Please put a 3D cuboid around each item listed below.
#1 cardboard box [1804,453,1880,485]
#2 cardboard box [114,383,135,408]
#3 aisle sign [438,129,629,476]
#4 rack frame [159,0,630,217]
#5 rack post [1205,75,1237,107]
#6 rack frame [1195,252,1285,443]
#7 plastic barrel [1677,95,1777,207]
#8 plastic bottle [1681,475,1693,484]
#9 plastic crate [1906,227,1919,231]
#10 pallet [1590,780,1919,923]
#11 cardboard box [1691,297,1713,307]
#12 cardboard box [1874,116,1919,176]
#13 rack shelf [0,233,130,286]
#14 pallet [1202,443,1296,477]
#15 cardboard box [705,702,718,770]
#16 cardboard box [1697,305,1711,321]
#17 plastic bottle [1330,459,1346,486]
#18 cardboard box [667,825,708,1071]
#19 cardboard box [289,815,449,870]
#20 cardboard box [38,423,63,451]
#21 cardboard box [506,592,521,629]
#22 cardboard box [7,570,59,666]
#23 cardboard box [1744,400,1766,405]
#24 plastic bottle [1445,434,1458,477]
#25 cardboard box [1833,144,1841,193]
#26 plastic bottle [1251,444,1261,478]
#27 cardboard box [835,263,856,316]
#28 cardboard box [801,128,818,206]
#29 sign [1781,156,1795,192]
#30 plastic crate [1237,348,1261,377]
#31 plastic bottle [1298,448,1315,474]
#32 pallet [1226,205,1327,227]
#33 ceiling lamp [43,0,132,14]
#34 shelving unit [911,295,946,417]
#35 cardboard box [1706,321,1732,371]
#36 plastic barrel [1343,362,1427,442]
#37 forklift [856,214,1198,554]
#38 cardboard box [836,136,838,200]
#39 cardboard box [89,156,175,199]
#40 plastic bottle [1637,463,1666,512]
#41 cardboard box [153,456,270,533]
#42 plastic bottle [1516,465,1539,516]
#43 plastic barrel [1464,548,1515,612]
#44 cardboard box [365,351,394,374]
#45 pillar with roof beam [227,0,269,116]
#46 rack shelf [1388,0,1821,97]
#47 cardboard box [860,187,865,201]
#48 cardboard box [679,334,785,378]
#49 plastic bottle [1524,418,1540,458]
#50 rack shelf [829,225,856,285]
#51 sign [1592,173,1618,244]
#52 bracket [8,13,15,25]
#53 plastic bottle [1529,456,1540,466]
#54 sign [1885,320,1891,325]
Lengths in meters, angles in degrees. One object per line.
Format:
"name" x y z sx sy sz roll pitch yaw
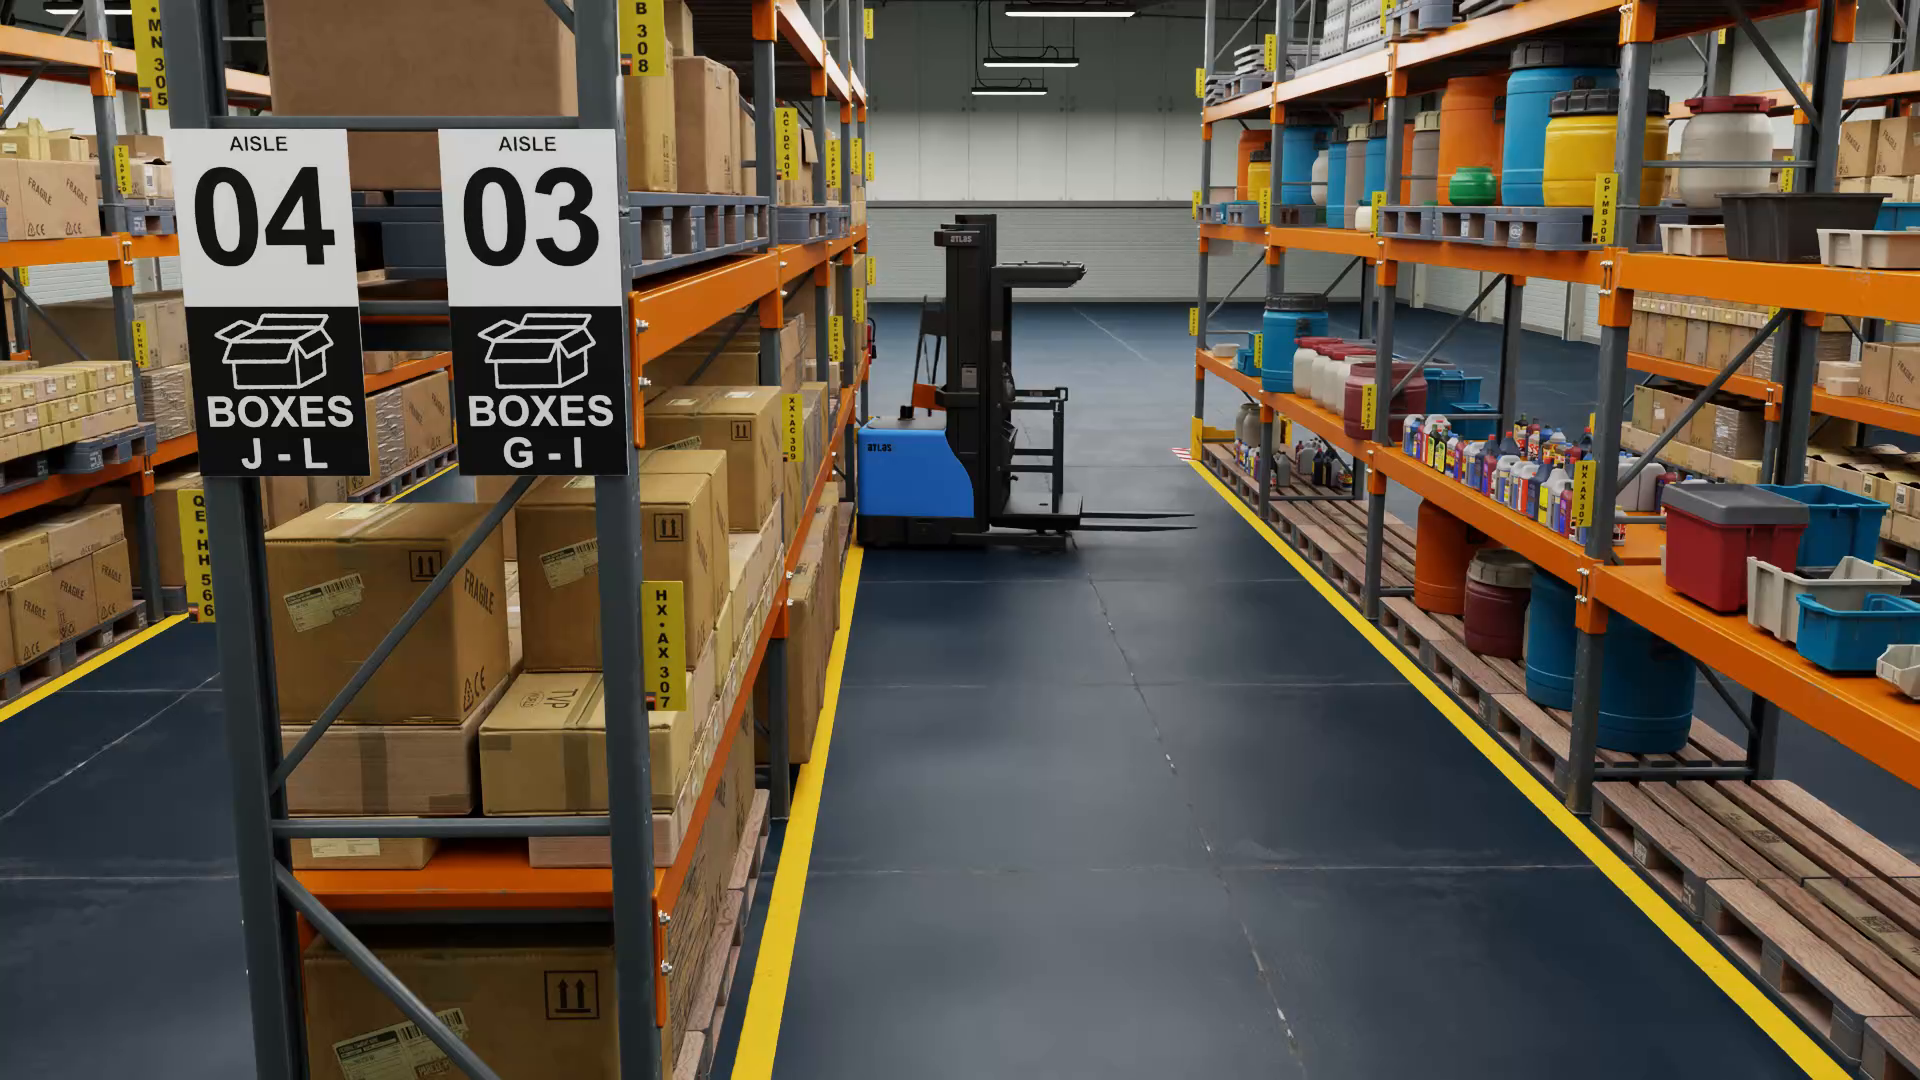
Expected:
"cardboard box" 8.146 -0.652 15.368 0.500 0.311 0.500 0 11 -2
"cardboard box" -5.936 -0.998 11.454 0.380 0.149 0.250 0 11 0
"aisle sign" -0.974 -0.537 3.815 0.394 0.787 0.004 0 11 -1
"rack frame" -1.275 -2.216 3.541 1.000 3.000 0.127 0 11 -1
"rack post" 3.235 -5.021 18.625 0.937 0.300 0.954 1 12 5
"rack frame" 3.346 -2.477 19.915 1.000 3.000 0.127 0 11 -1
"plastic barrel" 3.834 -1.940 8.325 0.433 0.535 0.433 0 11 0
"plastic bottle" 3.983 -0.218 9.104 0.097 0.271 0.097 0 11 0
"plastic crate" 4.001 -1.181 6.647 0.293 0.136 0.466 0 11 -1
"pallet" 3.648 1.421 7.715 1.003 0.211 1.213 0 11 -1
"cardboard box" 8.334 -2.774 17.864 0.700 0.500 0.500 0 11 -1
"cardboard box" 8.389 -3.436 14.530 0.500 0.500 0.500 1 12 4
"rack shelf" -6.360 -1.586 9.789 1.077 0.370 4.000 0 11 -1
"pallet" 3.406 -0.934 19.323 1.003 0.211 1.213 0 11 -1
"cardboard box" -0.972 0.621 5.275 0.380 0.149 0.250 0 11 -2
"cardboard box" 8.128 -2.427 17.785 0.380 0.149 0.250 0 11 1
"plastic bottle" 3.826 -0.692 16.860 0.152 0.276 0.135 0 11 1
"cardboard box" -1.387 1.252 5.824 0.875 0.875 0.875 0 11 -1
"cardboard box" -1.612 0.778 4.505 0.380 0.149 0.250 0 11 0
"cardboard box" -5.914 -0.649 10.481 0.380 0.149 0.250 -1 11 -4
"cardboard box" -1.571 0.354 5.588 0.500 0.250 0.500 -1 11 -3
"cardboard box" -6.092 0.491 10.516 0.500 0.500 0.500 -1 11 -4
"cardboard box" 8.664 -1.220 17.690 0.500 0.500 0.500 0 11 -1
"plastic bottle" 3.189 -0.549 10.735 0.097 0.271 0.097 0 11 0
"cardboard box" 8.634 -3.596 16.228 0.500 0.500 0.500 1 11 4
"plastic bottle" 3.117 -0.828 17.345 0.144 0.351 0.185 0 11 -2
"cardboard box" -1.278 -2.437 16.203 0.500 0.500 0.500 0 11 -1
"cardboard box" -1.356 -2.472 11.030 0.797 0.503 0.637 0 11 2
"sign" 7.826 -3.461 15.722 0.100 0.325 0.005 0 11 -1
"plastic crate" 3.134 -1.828 17.090 0.499 0.251 0.616 0 11 -1
"plastic bottle" 3.667 -0.841 17.596 0.152 0.276 0.135 0 11 -1
"pallet" 3.316 -3.202 16.422 1.213 0.211 1.003 0 11 -1
"ceiling lamp" -12.769 -9.559 25.054 2.000 3.185 0.800 0 11 -1
"shelving unit" -0.161 -1.268 16.030 0.503 2.100 0.431 11 8 27
"cardboard box" 8.342 -2.043 17.526 0.700 0.500 0.500 0 11 0
"plastic barrel" 3.199 -1.044 12.512 0.600 0.536 0.708 0 11 -1
"forklift" 0.623 -1.424 14.897 3.031 2.935 1.130 1 12 6
"cardboard box" -1.217 -2.926 13.074 0.500 0.500 0.500 -1 11 -3
"cardboard box" -6.197 -2.692 12.348 0.500 0.311 0.500 0 11 -1
"plastic bottle" 3.946 -0.308 9.538 0.152 0.276 0.135 0 11 -1
"cardboard box" -6.346 -0.265 13.612 1.050 0.750 0.750 0 11 0
"plastic bottle" 3.245 -0.281 9.401 0.152 0.276 0.135 0 11 -1
"plastic barrel" 3.640 0.336 11.252 0.421 0.512 0.421 0 11 0
"cardboard box" -6.431 -2.025 17.311 0.875 0.550 0.550 0 11 -1
"pillar with roof beam" -13.555 -9.981 41.816 9.100 9.000 0.548 0 11 -1
"rack shelf" 3.553 -2.881 9.632 1.077 0.370 4.000 0 11 -1
"cardboard box" -1.256 -3.839 18.458 0.380 0.149 0.250 0 11 -1
"cardboard box" -1.382 -0.875 9.246 0.797 0.503 0.637 0 11 -1
"plastic bottle" 3.951 -0.705 11.475 0.061 0.283 0.133 0 11 -1
"rack shelf" -1.482 -2.381 13.709 1.077 0.370 4.000 0 11 -1
"sign" 3.044 -1.564 7.849 0.100 0.325 0.005 0 11 -1
"bracket" -17.265 -9.426 30.027 0.235 0.232 0.430 0 11 -1
"plastic bottle" 3.362 -0.356 9.782 0.097 0.271 0.097 0 11 0
"sign" 8.923 -2.234 16.006 0.100 0.325 0.005 0 11 -1
